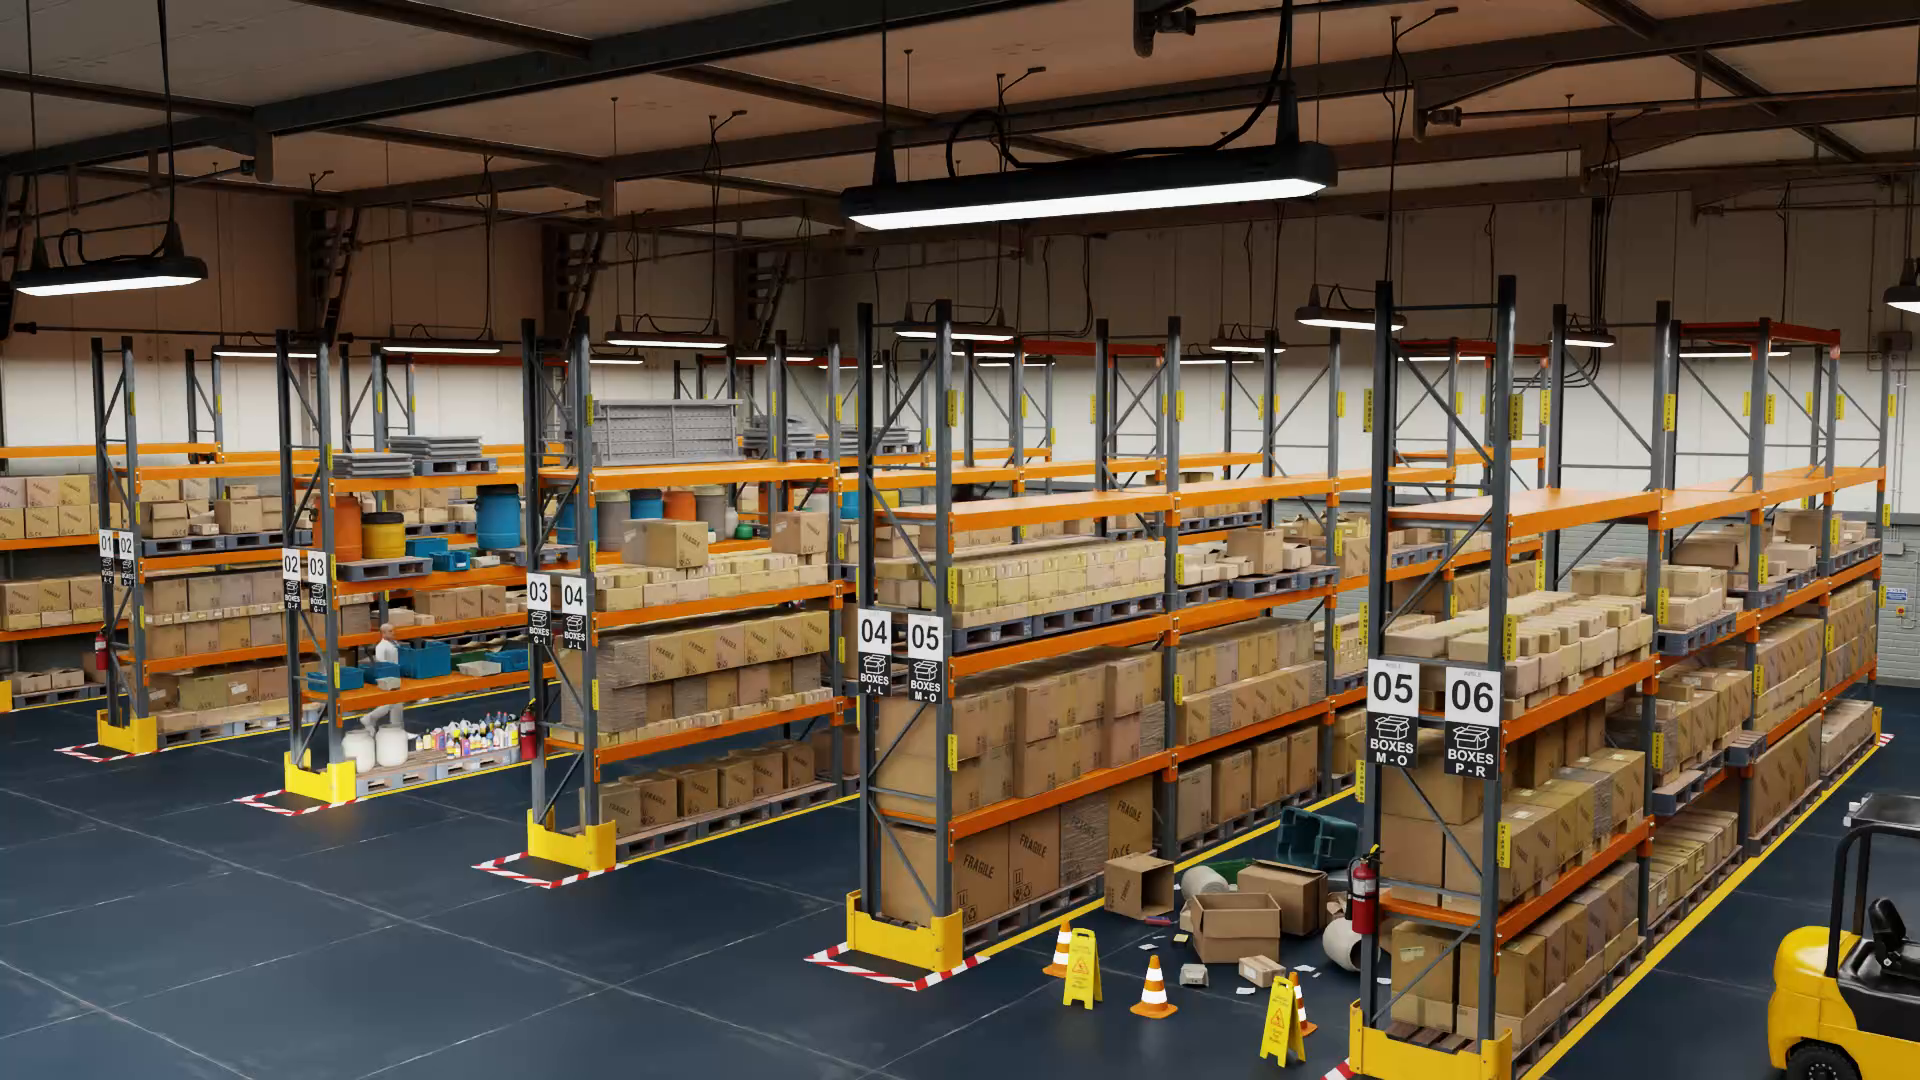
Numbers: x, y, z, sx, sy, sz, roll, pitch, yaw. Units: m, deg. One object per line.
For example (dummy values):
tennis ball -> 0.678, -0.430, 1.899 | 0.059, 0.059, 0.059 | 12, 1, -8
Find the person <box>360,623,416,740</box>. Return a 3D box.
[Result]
person -> -8.546, 2.115, 24.792 | 0.778, 1.764, 0.557 | -2, 5, -19

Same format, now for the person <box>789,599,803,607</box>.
person -> -3.298, 1.408, 33.046 | 0.435, 1.806, 0.582 | 5, 7, 43
